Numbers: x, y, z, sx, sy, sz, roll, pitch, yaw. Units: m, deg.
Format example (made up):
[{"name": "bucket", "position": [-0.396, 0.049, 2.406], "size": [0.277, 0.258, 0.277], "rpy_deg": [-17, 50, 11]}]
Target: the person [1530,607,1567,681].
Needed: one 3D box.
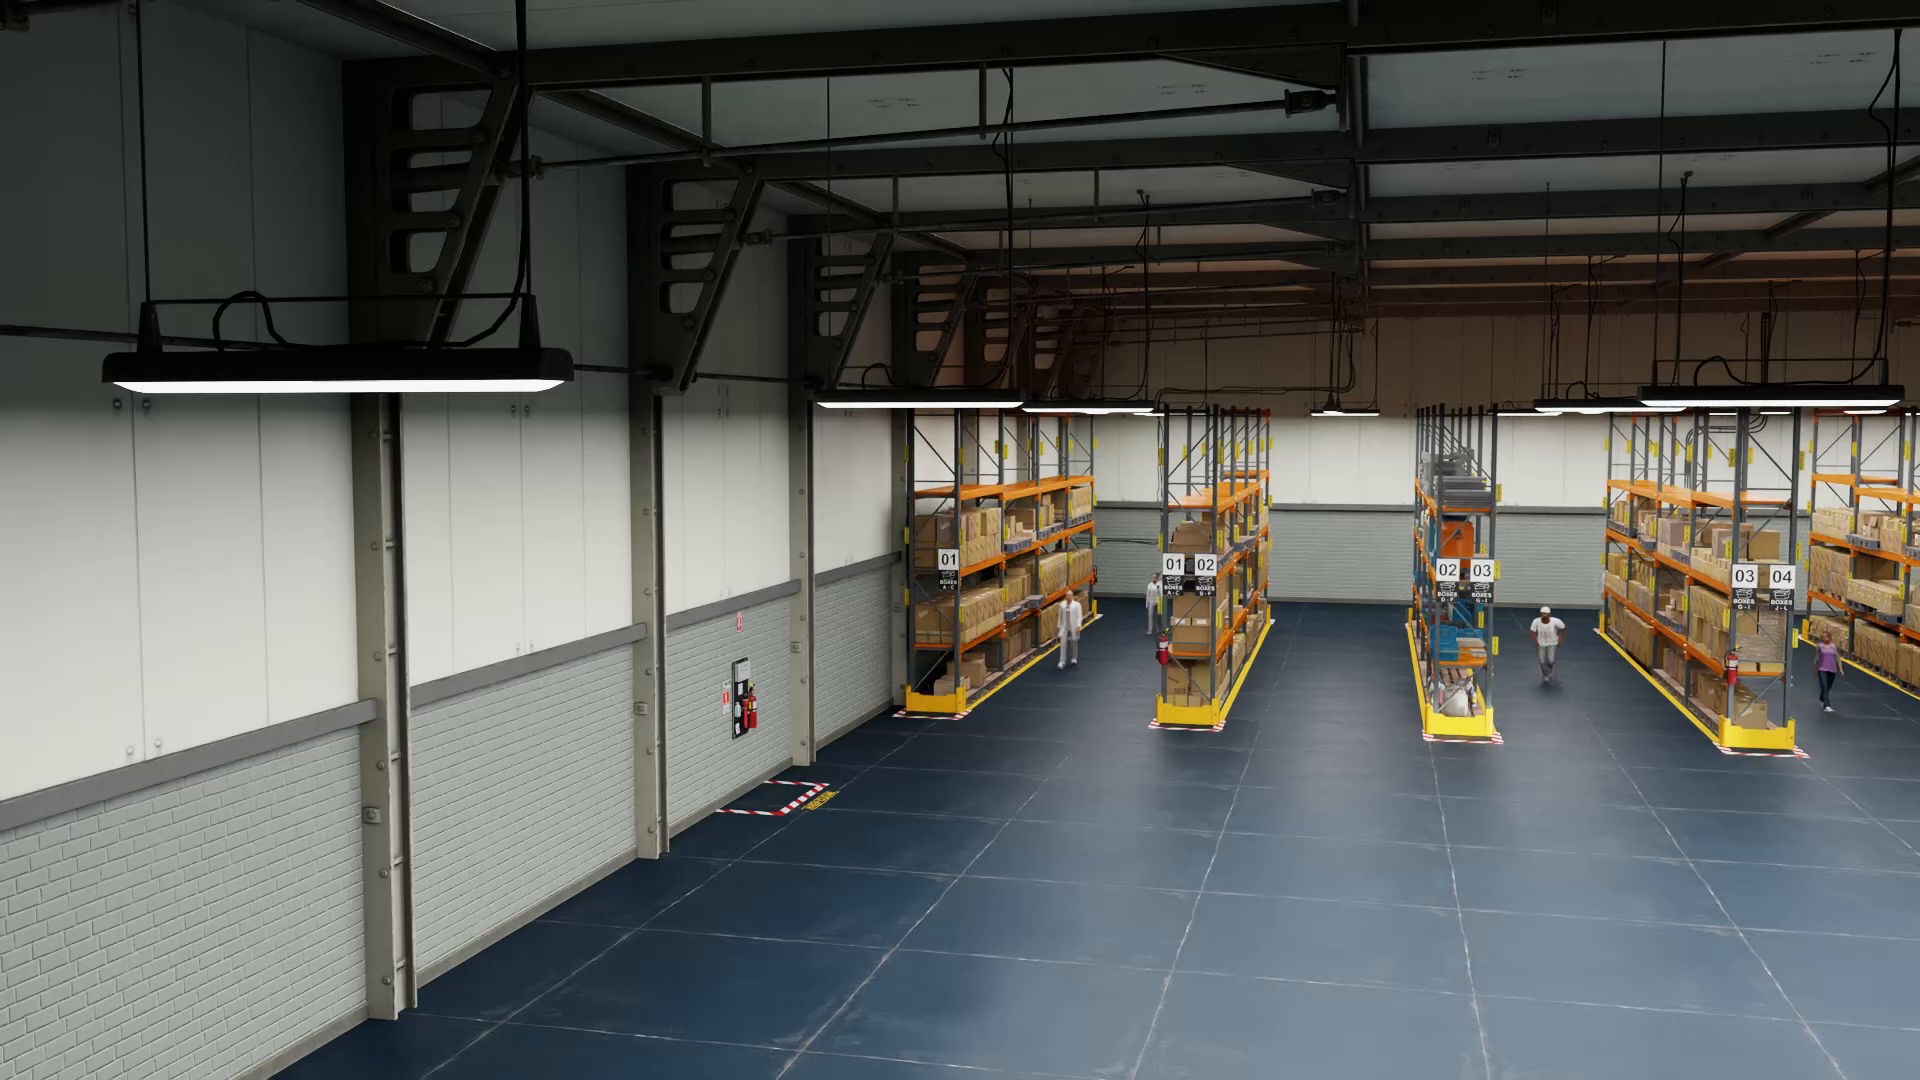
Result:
[{"name": "person", "position": [12.784, 2.260, 36.139], "size": [0.753, 1.666, 0.688], "rpy_deg": [2, 5, 23]}]

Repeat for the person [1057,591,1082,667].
[{"name": "person", "position": [2.508, 2.037, 38.406], "size": [0.640, 1.717, 1.102], "rpy_deg": [1, 4, 15]}]

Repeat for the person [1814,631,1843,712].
[{"name": "person", "position": [16.988, 2.559, 32.540], "size": [0.448, 1.553, 0.893], "rpy_deg": [1, 4, 10]}]

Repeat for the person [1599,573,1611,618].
[{"name": "person", "position": [18.152, 1.464, 46.464], "size": [0.560, 1.757, 0.806], "rpy_deg": [-2, 4, -21]}]

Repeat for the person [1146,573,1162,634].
[{"name": "person", "position": [5.187, 1.669, 44.225], "size": [0.528, 1.619, 1.031], "rpy_deg": [1, 4, 17]}]
